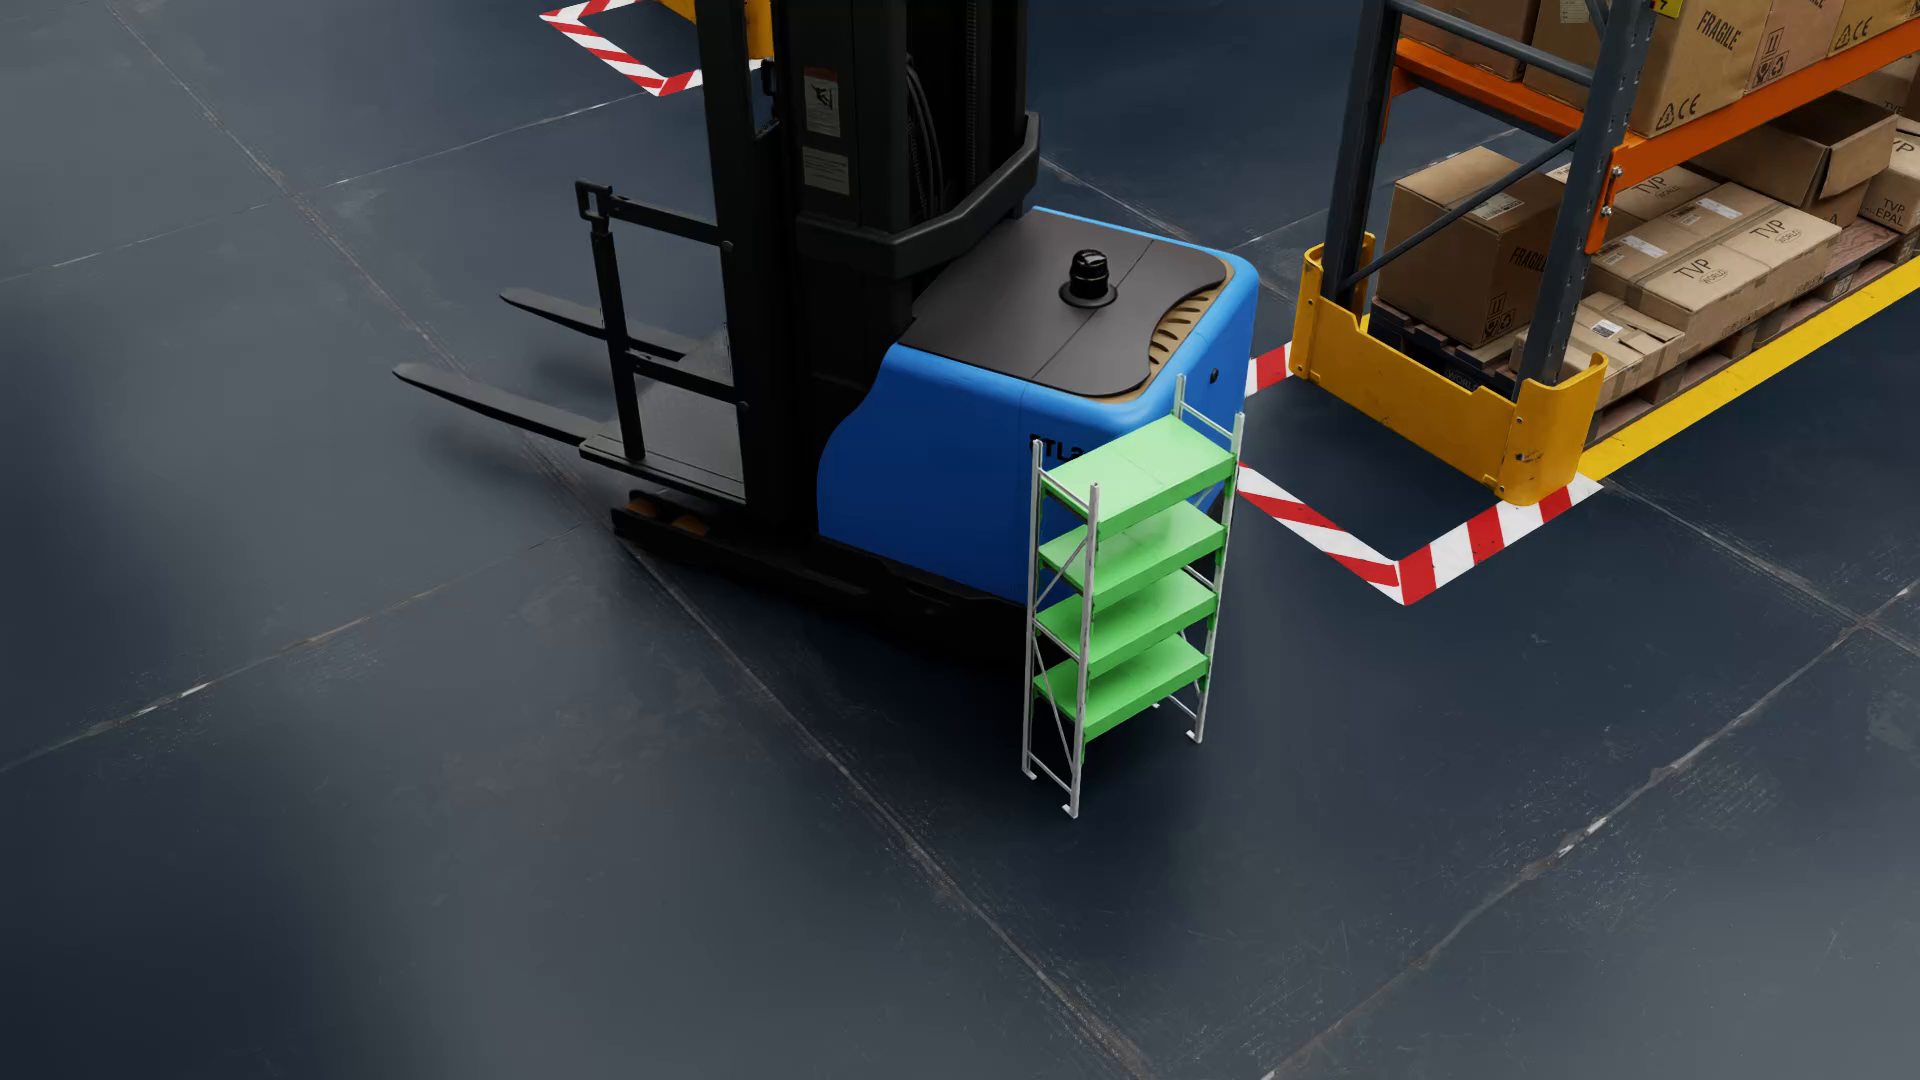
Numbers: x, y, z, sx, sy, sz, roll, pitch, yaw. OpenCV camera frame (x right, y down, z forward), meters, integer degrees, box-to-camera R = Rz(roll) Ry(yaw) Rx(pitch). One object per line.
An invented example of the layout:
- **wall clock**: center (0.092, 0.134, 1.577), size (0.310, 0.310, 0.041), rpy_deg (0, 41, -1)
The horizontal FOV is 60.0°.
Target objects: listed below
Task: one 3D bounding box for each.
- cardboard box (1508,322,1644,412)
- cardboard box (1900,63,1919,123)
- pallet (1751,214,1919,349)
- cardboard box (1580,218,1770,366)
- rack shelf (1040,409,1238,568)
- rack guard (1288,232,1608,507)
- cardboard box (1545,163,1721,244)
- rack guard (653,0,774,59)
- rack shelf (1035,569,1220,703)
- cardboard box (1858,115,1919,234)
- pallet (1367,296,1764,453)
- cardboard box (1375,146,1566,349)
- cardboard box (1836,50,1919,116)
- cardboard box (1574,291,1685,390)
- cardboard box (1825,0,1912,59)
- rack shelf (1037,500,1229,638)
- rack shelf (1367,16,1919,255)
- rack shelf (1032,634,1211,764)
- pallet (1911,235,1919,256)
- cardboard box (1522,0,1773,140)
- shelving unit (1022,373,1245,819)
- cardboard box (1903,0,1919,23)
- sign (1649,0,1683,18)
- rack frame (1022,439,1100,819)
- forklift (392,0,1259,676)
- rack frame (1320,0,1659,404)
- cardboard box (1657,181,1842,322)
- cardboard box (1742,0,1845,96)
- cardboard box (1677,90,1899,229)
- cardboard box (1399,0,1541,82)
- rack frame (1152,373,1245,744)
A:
- **cardboard box**: center (2.247, -0.649, 6.077), size (0.250, 0.149, 0.380), rpy_deg (-26, 46, -28)
- **cardboard box**: center (4.598, -1.979, 7.422), size (0.500, 0.500, 0.500), rpy_deg (-26, 46, -28)
- **pallet**: center (3.364, -1.321, 7.194), size (1.213, 0.211, 1.003), rpy_deg (-26, 46, -28)
- **cardboard box**: center (2.706, -0.960, 6.377), size (0.500, 0.250, 0.500), rpy_deg (-26, 46, -28)
- **rack shelf**: center (0.456, -0.141, 4.320), size (0.480, 0.148, 0.258), rpy_deg (-26, 46, -28)
- **rack guard**: center (1.766, -0.655, 6.155), size (0.348, 0.500, 1.175), rpy_deg (-26, 46, -28)
- **cardboard box**: center (2.758, -1.386, 6.895), size (0.500, 0.250, 0.500), rpy_deg (-26, 46, -28)
- **rack guard**: center (-1.321, -3.103, 9.138), size (0.348, 0.500, 1.175), rpy_deg (-26, 46, -28)
- **rack shelf**: center (0.456, 0.230, 4.625), size (0.480, 0.148, 0.258), rpy_deg (-26, 46, -28)
- **cardboard box**: center (4.003, -1.616, 7.128), size (0.500, 0.311, 0.500), rpy_deg (-26, 46, -28)
- **pallet**: center (2.397, -0.852, 6.623), size (1.213, 0.211, 1.003), rpy_deg (-26, 46, -28)
- **cardboard box**: center (1.986, -1.130, 6.387), size (0.500, 0.500, 0.500), rpy_deg (-26, 46, -28)
- **cardboard box**: center (4.412, -2.215, 7.859), size (0.500, 0.311, 0.500), rpy_deg (-26, 46, -28)
- **cardboard box**: center (2.445, -0.753, 6.190), size (0.250, 0.166, 0.380), rpy_deg (-26, 46, -28)
- **cardboard box**: center (3.023, -2.065, 5.823), size (0.500, 0.500, 0.500), rpy_deg (-26, 46, -28)
- **rack shelf**: center (0.456, 0.044, 4.472), size (0.480, 0.148, 0.258), rpy_deg (-26, 46, -28)
- **rack shelf**: center (3.291, -2.087, 6.497), size (4.000, 0.370, 1.077), rpy_deg (-26, 46, -28)
- **rack shelf**: center (0.456, 0.415, 4.777), size (0.480, 0.148, 0.258), rpy_deg (-26, 46, -28)
- **pallet**: center (4.332, -1.795, 7.772), size (1.213, 0.211, 1.003), rpy_deg (-26, 46, -28)
- **cardboard box**: center (2.218, -1.670, 5.342), size (0.500, 0.500, 0.500), rpy_deg (-25, 46, -27)
- **shelving unit**: center (0.456, 0.180, 4.584), size (0.503, 1.200, 0.258), rpy_deg (-26, 46, -28)
- **cardboard box**: center (3.421, -2.257, 6.057), size (0.500, 0.500, 0.500), rpy_deg (-25, 46, -28)
- **sign**: center (2.036, -1.654, 4.719), size (0.005, 0.325, 0.100), rpy_deg (-26, 46, -28)
- **rack frame**: center (0.261, 0.274, 4.470), size (0.015, 1.200, 0.240), rpy_deg (-26, 46, -28)
- **forklift**: center (-0.612, -1.330, 5.061), size (3.031, 2.935, 1.130), rpy_deg (18, 43, 21)
- **rack frame**: center (1.705, -1.592, 5.326), size (0.127, 3.000, 1.000), rpy_deg (-26, 46, -28)
- **cardboard box**: center (3.102, -1.153, 6.612), size (0.500, 0.250, 0.500), rpy_deg (-26, 46, -28)
- **cardboard box**: center (2.624, -1.872, 5.588), size (0.500, 0.500, 0.500), rpy_deg (-26, 46, -28)
- **cardboard box**: center (3.390, -1.615, 6.975), size (0.637, 0.503, 0.797), rpy_deg (-26, 46, -28)
- **cardboard box**: center (1.895, -1.941, 5.672), size (0.500, 0.500, 0.500), rpy_deg (-25, 45, -27)
- **rack frame**: center (0.650, 0.087, 4.698), size (0.015, 1.200, 0.240), rpy_deg (-26, 46, -28)
